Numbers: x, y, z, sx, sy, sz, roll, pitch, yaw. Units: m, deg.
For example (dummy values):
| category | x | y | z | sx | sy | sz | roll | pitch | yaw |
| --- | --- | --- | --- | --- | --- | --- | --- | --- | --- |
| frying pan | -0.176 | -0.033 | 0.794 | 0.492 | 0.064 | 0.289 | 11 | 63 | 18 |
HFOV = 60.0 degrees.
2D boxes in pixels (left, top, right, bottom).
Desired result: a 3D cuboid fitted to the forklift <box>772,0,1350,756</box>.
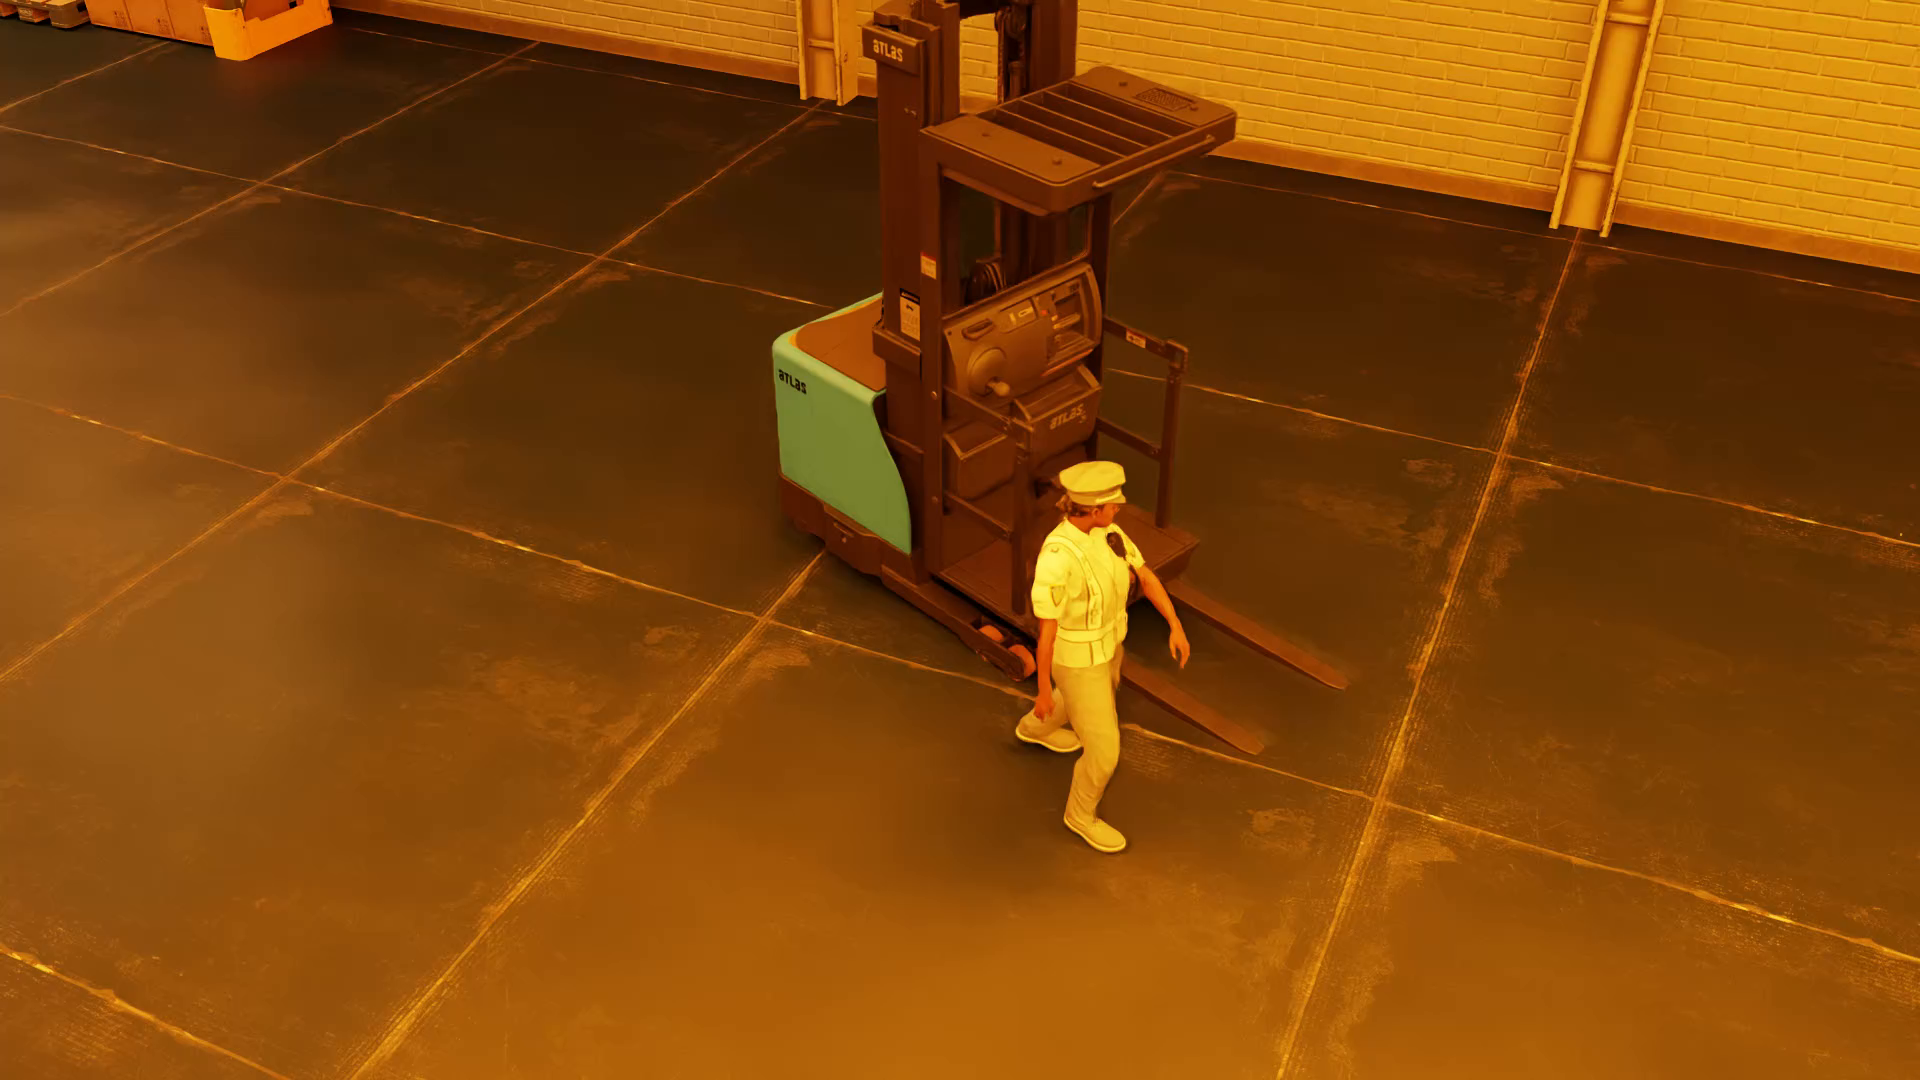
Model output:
| category | x | y | z | sx | sy | sz | roll | pitch | yaw |
| --- | --- | --- | --- | --- | --- | --- | --- | --- | --- |
| forklift | 0.439 | -0.881 | 7.322 | 1.130 | 2.935 | 3.031 | -29 | 45 | -34 |

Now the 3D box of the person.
| category | x | y | z | sx | sy | sz | roll | pitch | yaw |
| --- | --- | --- | --- | --- | --- | --- | --- | --- | --- |
| person | 0.515 | 0.462 | 6.614 | 0.782 | 1.567 | 0.663 | 15 | 38 | 20 |
